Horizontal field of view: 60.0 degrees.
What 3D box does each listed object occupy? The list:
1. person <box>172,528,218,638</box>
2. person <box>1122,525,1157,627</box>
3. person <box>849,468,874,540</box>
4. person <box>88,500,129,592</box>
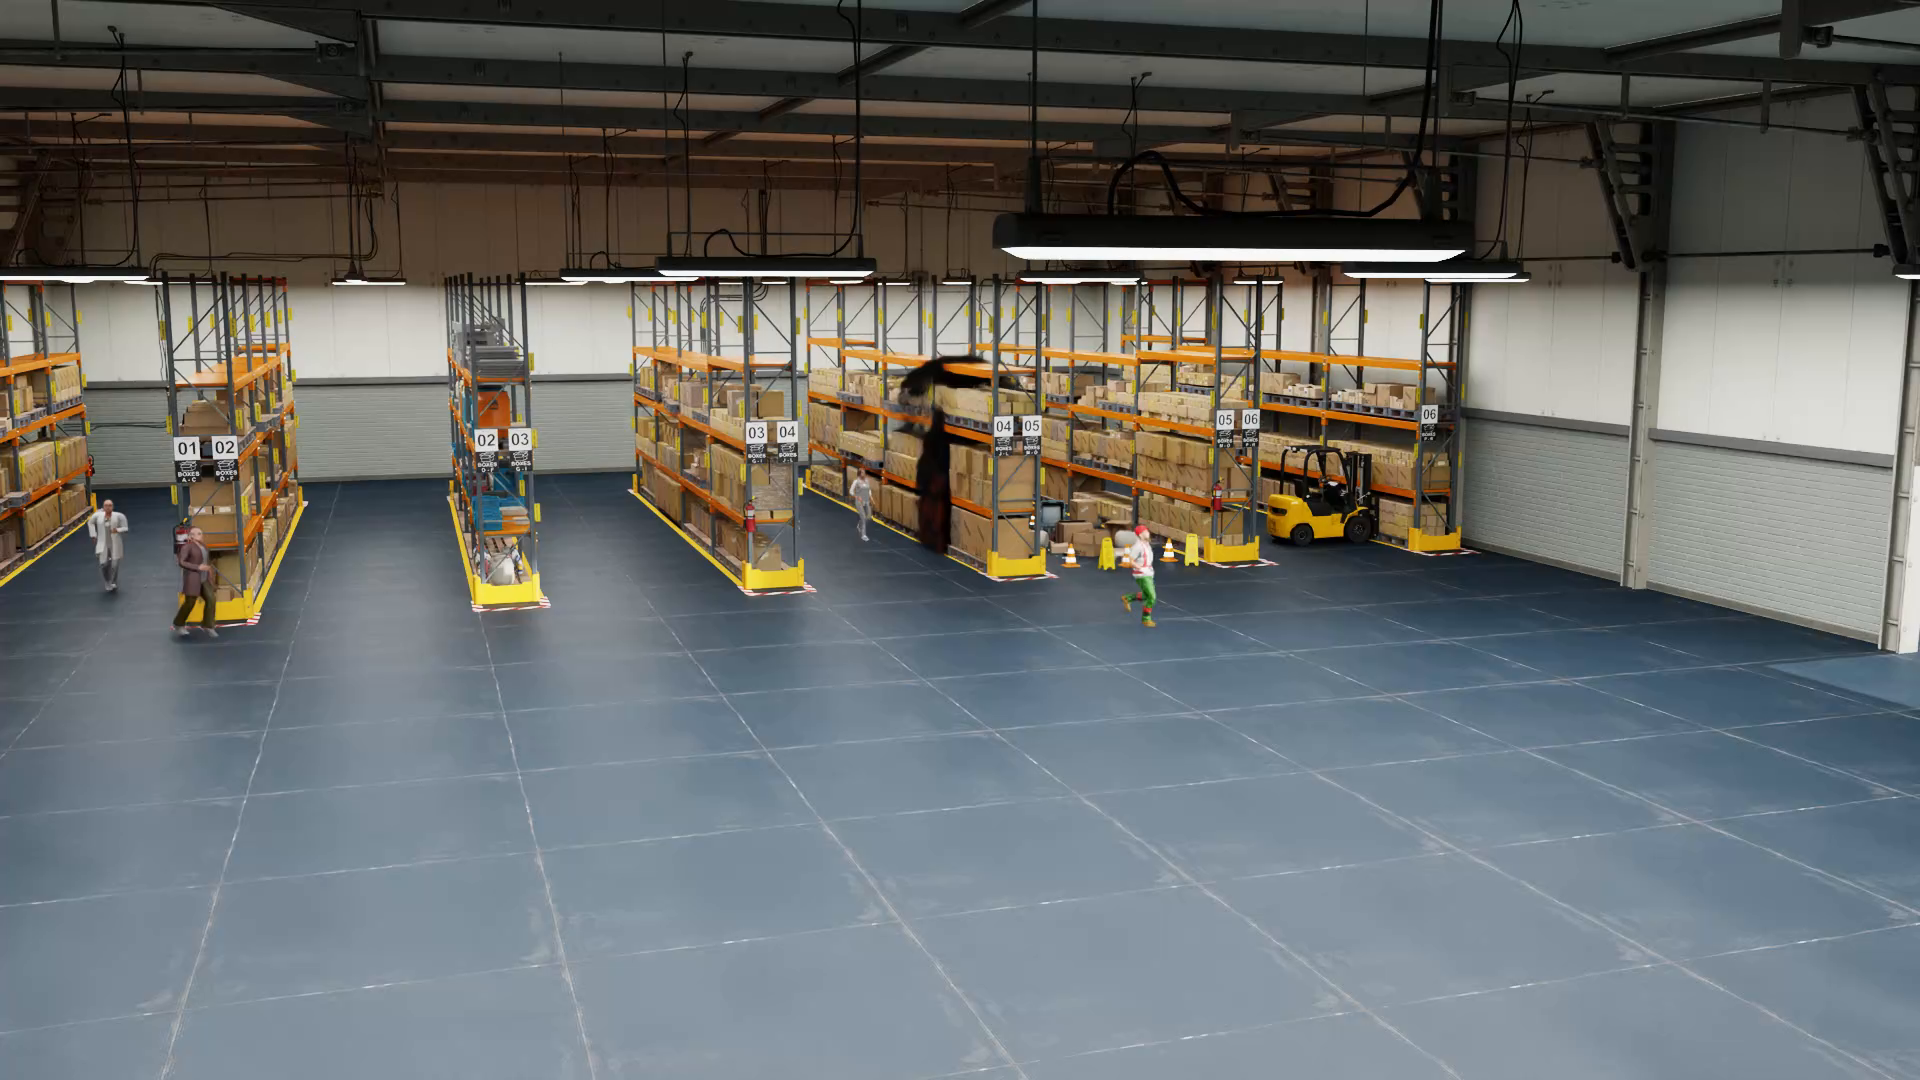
[{"bbox_3d":[-12.602,0.698,27.532,0.880,1.793,0.725,3,9,21],"label":"person"},{"bbox_3d":[3.065,0.599,28.434,0.670,1.735,0.688,4,9,23],"label":"person"},{"bbox_3d":[-2.140,-0.788,36.245,0.537,1.572,0.488,-6,10,-33],"label":"person"},{"bbox_3d":[-16.129,0.112,31.533,0.691,1.762,0.781,-4,10,-25],"label":"person"}]
